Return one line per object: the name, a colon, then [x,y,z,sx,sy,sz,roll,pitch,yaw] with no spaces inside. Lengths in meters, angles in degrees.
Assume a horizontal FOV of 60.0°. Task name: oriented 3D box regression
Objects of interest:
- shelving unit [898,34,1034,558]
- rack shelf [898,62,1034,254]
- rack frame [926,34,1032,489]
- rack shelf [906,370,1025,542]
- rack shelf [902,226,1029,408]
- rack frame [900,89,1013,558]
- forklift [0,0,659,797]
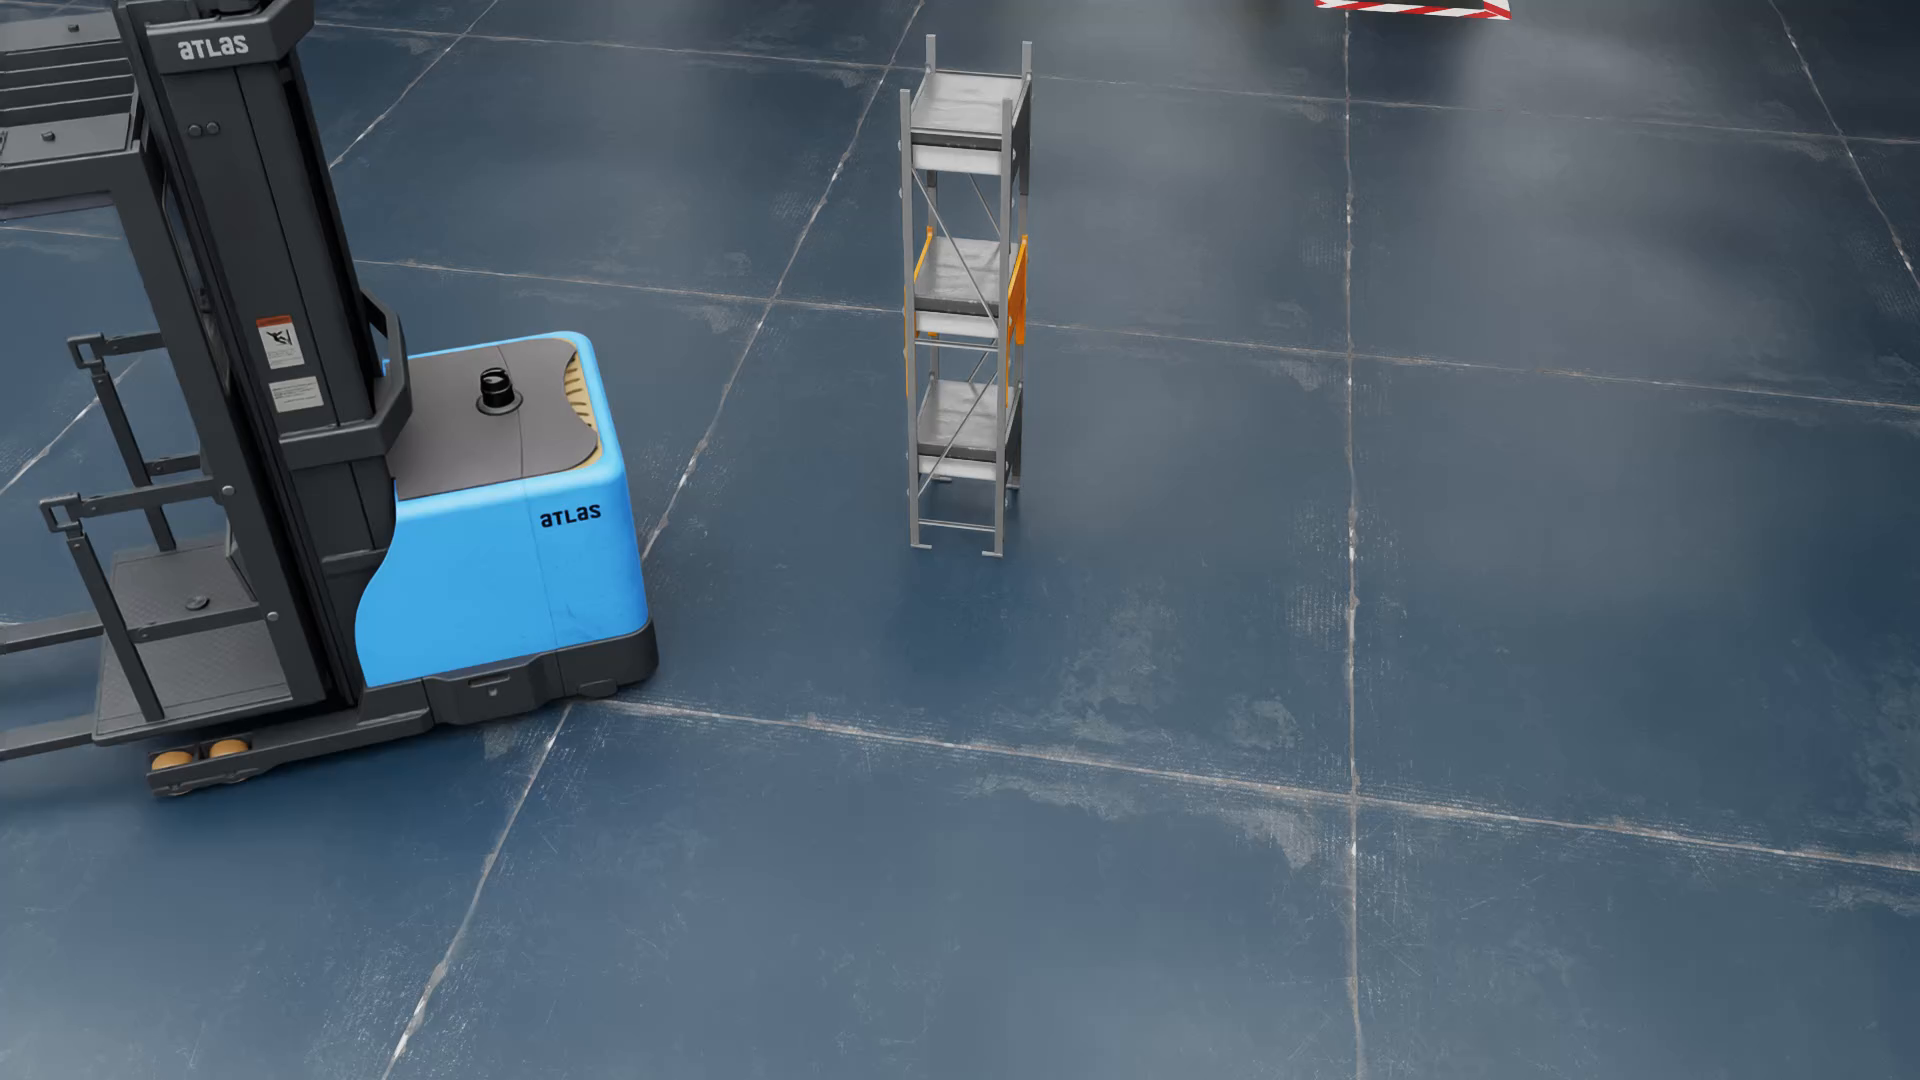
shelving unit: [0.029,-0.913,6.707,0.431,2.100,0.503,6,40,8]
rack shelf: [0.029,-1.442,6.269,0.431,0.518,0.480,6,40,8]
rack frame: [0.071,-1.066,6.892,0.400,2.100,0.015,6,40,8]
rack shelf: [0.029,-0.363,7.161,0.431,0.518,0.480,6,40,8]
rack shelf: [0.029,-0.903,6.715,0.431,0.518,0.480,6,40,8]
rack frame: [-0.014,-0.760,6.521,0.400,2.100,0.015,6,40,8]
forklift: [-2.761,-0.570,5.639,3.031,2.935,1.130,-11,41,-14]
